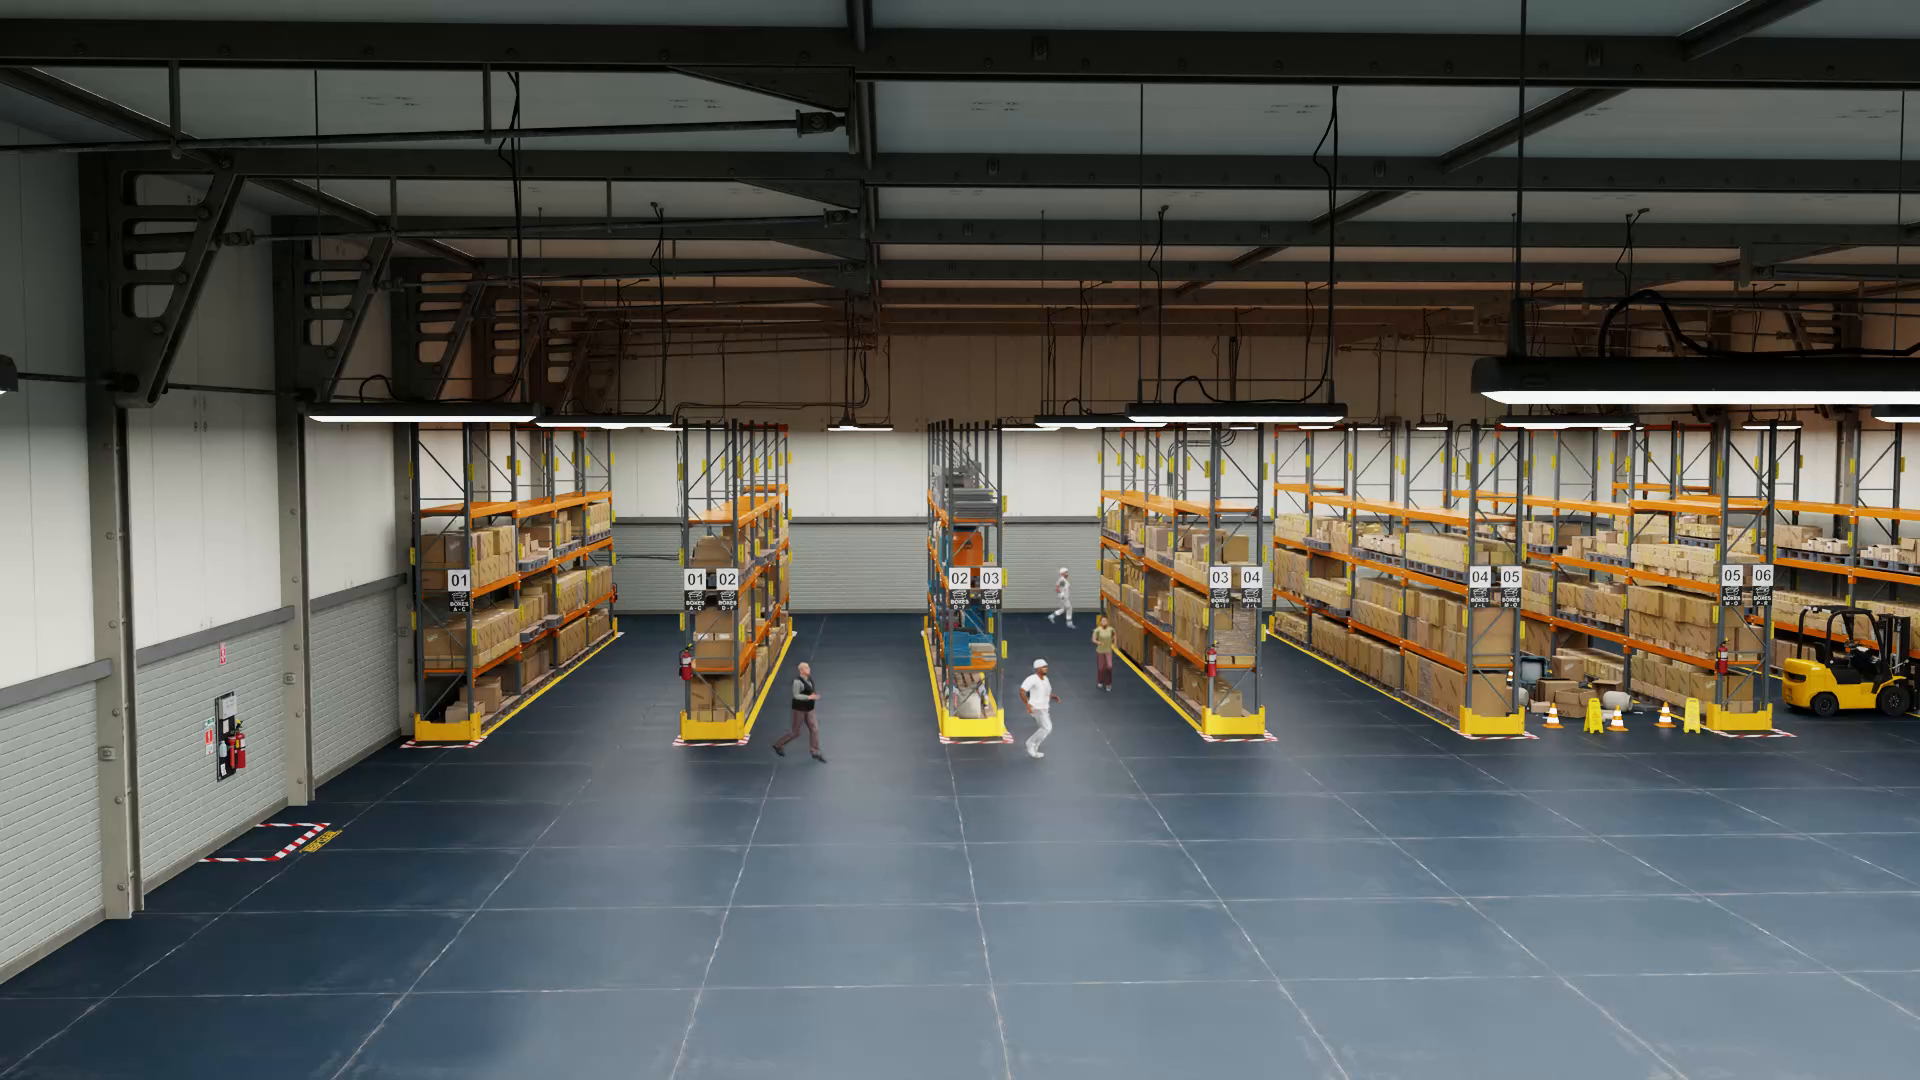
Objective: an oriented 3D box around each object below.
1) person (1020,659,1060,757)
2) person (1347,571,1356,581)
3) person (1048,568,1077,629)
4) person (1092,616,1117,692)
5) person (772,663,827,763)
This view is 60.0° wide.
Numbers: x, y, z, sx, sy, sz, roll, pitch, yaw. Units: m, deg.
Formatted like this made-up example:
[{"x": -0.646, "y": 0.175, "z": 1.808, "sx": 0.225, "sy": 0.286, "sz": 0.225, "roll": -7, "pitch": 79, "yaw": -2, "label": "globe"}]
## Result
[{"x": 1.452, "y": 2.971, "z": 29.360, "sx": 0.582, "sy": 1.726, "sz": 0.705, "roll": 2, "pitch": 4, "yaw": 28, "label": "person"}, {"x": 11.466, "y": 1.718, "z": 49.046, "sx": 0.667, "sy": 1.734, "sz": 0.685, "roll": -1, "pitch": 4, "yaw": -10, "label": "person"}, {"x": 3.019, "y": 1.705, "z": 48.961, "sx": 0.877, "sy": 1.787, "sz": 0.643, "roll": 1, "pitch": 4, "yaw": 9, "label": "person"}, {"x": 3.224, "y": 2.535, "z": 37.034, "sx": 0.592, "sy": 1.719, "sz": 0.698, "roll": 0, "pitch": 4, "yaw": -4, "label": "person"}, {"x": -2.782, "y": 3.002, "z": 29.032, "sx": 0.968, "sy": 1.748, "sz": 0.666, "roll": 2, "pitch": 4, "yaw": 25, "label": "person"}]
